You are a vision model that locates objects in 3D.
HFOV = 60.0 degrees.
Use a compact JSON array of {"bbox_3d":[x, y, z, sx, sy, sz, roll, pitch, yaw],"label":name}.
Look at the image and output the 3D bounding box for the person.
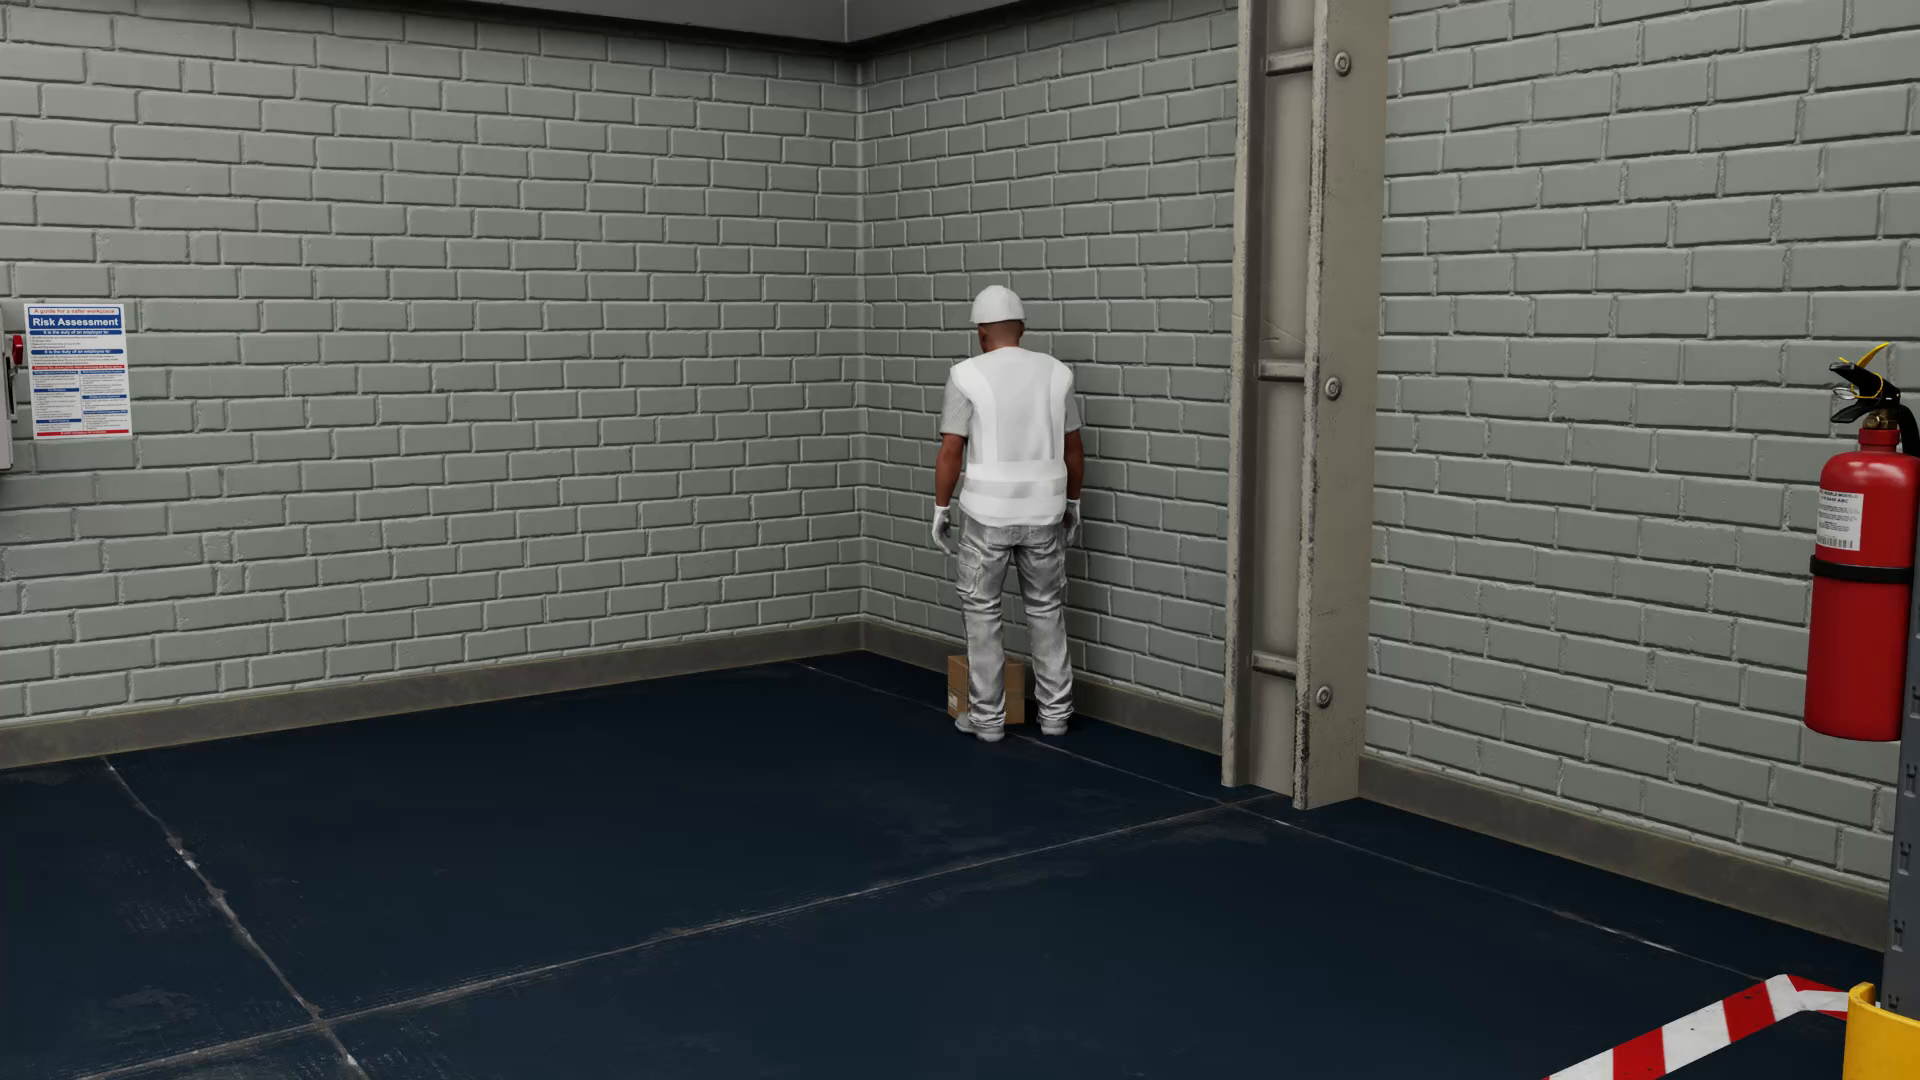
[{"bbox_3d":[0.192,-0.107,6.551,0.627,1.774,0.453,-3,8,-18],"label":"person"}]
